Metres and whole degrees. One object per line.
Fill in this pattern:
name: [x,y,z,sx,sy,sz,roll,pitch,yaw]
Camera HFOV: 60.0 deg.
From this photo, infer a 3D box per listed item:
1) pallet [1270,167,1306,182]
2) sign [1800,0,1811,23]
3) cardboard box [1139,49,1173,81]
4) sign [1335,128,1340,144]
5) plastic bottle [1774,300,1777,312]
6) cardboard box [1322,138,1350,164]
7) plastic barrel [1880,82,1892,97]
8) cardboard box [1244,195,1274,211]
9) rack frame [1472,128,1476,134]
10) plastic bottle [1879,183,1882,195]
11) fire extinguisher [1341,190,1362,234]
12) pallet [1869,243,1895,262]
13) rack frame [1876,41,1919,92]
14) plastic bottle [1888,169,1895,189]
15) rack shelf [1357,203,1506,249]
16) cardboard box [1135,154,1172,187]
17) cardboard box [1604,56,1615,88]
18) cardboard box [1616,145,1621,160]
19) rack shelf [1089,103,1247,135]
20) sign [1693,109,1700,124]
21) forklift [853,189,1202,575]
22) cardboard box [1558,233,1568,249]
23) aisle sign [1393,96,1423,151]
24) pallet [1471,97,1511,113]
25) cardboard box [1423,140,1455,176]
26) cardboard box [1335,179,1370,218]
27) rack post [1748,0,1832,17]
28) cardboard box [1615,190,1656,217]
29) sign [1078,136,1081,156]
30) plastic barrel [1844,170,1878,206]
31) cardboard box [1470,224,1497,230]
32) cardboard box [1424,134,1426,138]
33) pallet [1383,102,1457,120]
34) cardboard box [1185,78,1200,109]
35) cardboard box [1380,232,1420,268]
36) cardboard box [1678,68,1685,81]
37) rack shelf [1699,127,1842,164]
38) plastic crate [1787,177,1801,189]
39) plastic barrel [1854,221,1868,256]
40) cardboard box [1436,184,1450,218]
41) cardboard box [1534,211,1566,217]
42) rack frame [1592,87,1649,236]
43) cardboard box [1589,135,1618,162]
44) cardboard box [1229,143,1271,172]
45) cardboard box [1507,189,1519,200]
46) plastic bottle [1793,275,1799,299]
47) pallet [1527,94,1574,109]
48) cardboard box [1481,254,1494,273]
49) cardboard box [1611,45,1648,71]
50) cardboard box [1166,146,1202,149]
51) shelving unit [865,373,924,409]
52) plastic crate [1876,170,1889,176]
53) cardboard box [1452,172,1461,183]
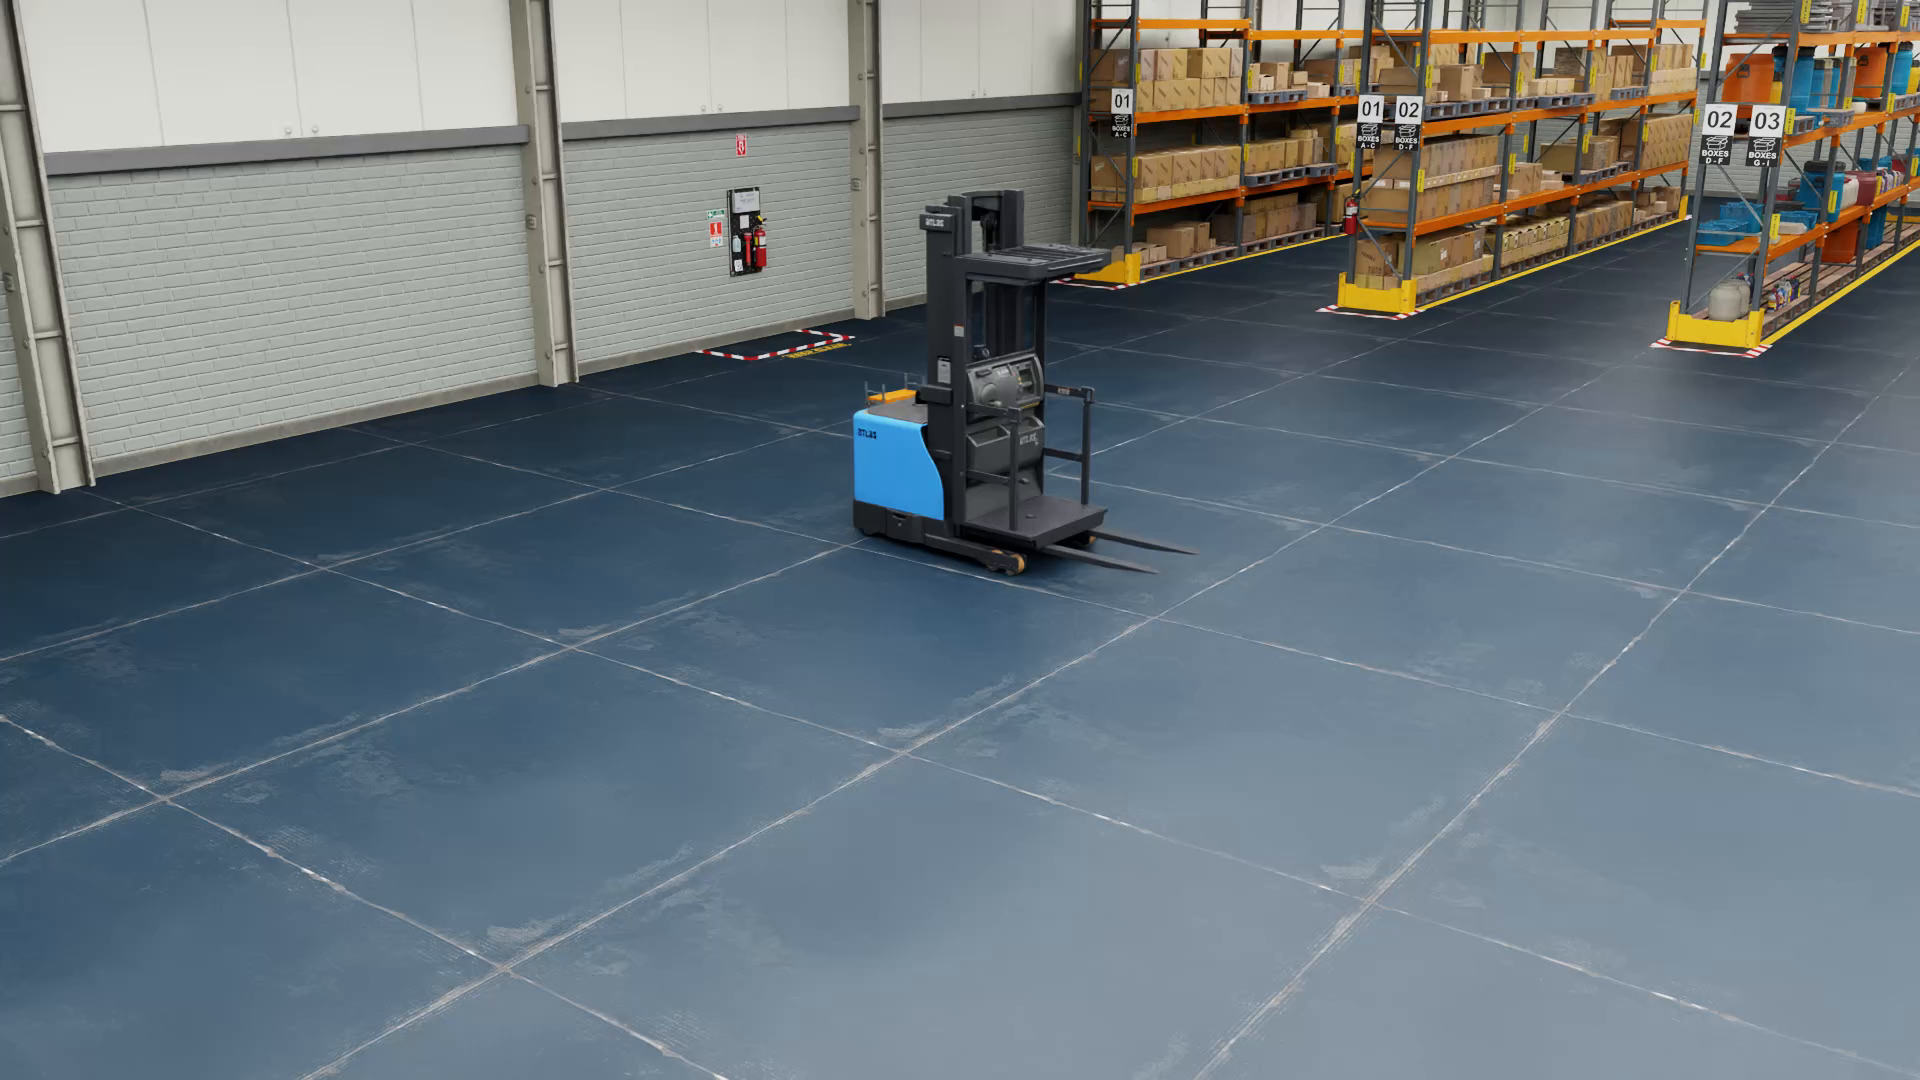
pallet: [6.105,-7.241,32.826,1.003,0.211,1.213,12,21,35]
sign: [10.881,-6.822,21.391,0.100,0.325,0.005,12,21,35]
cardboard box: [3.249,-8.032,28.105,0.500,0.500,0.500,12,21,34]
sign: [7.693,-8.233,33.877,0.100,0.325,0.005,12,21,35]
plastic bottle: [11.834,-3.430,24.208,0.097,0.201,0.097,0,17,0]
cardboard box: [7.747,-8.081,34.504,0.500,0.500,0.500,13,22,36]
plastic barrel: [16.024,-7.831,28.899,0.294,0.245,0.294,0,17,0]
cardboard box: [5.860,-6.641,32.780,0.500,0.250,0.500,12,21,33]
rack frame: [12.018,-9.716,40.475,1.000,3.000,0.127,12,21,35]
plastic bottle: [16.367,-6.288,29.651,0.097,0.271,0.097,0,17,0]
fire extinguisher: [6.022,-5.048,25.572,0.296,0.674,0.183,12,21,35]
pallet: [17.098,-5.505,31.615,1.003,0.211,1.213,12,21,35]
rack frame: [17.591,-9.878,30.880,1.000,3.000,0.127,12,21,35]
plastic bottle: [17.196,-6.669,30.744,0.144,0.351,0.185,12,21,35]
rack shelf: [7.657,-5.164,27.028,1.077,0.370,4.000,12,21,35]
cardboard box: [3.313,-6.378,28.680,0.500,0.500,0.500,12,21,35]
cardboard box: [12.464,-9.193,32.685,0.600,0.600,0.600,11,21,33]
cardboard box: [13.707,-8.101,35.106,0.500,0.500,0.500,13,21,36]
rack shelf: [3.677,-7.471,29.399,1.077,0.370,4.000,12,21,35]
sign: [16.433,-9.443,37.109,0.100,0.325,0.005,12,21,35]
forklift: [0.534,-1.295,13.473,3.031,2.935,1.130,14,22,37]
cardboard box: [11.115,-5.656,31.326,0.500,0.250,0.500,13,21,36]
aisle sign: [6.672,-6.203,24.777,0.394,0.787,0.004,12,21,35]
pallet: [8.362,-7.166,27.355,1.003,0.211,1.213,12,21,35]
cardboard box: [7.394,-6.066,26.365,0.700,0.500,0.500,13,21,35]
cardboard box: [8.322,-7.344,35.753,0.750,0.750,0.750,12,21,34]
rack post: [11.571,-7.451,23.191,0.937,0.300,0.954,12,21,34]
cardboard box: [14.731,-7.356,36.340,0.797,0.503,0.637,12,21,35]
sign: [2.051,-6.712,28.316,0.100,0.325,0.005,12,21,35]
plastic barrel: [15.175,-5.961,28.153,0.600,0.536,0.708,12,21,35]
cardboard box: [9.464,-5.530,29.975,0.500,0.311,0.500,12,21,35]
cardboard box: [9.971,-9.033,37.769,0.980,0.700,0.700,13,21,36]
pallet: [6.908,-6.585,25.483,1.003,0.211,1.213,12,21,35]
cardboard box: [3.842,-7.808,29.070,0.500,0.500,0.500,14,22,38]
cardboard box: [7.130,-4.698,26.977,0.500,0.500,0.500,12,21,35]
cardboard box: [15.299,-10.037,35.858,0.500,0.250,0.500,12,21,35]
rack shelf: [11.633,-5.720,23.762,1.077,0.370,4.000,12,21,35]
plastic crate: [14.000,-5.760,27.627,0.402,0.464,0.583,12,21,35]
plastic barrel: [16.159,-5.498,30.248,0.600,0.588,0.708,12,21,35]
cardboard box: [7.364,-5.431,26.506,0.700,0.500,0.500,13,21,35]
cardboard box: [11.601,-6.217,32.679,0.500,0.500,0.500,13,22,37]
rack frame: [13.616,-7.889,34.591,1.000,3.000,0.127,12,21,35]
cardboard box: [13.154,-8.064,34.278,0.700,0.500,0.500,5,18,16]
cardboard box: [5.538,-7.363,31.986,0.700,0.500,0.500,15,23,40]
cardboard box: [9.541,-6.039,29.056,0.380,0.149,0.250,12,21,35]
plastic bottle: [12.673,-3.848,25.303,0.144,0.351,0.185,12,21,33]
pallet: [10.236,-7.835,29.675,1.003,0.211,1.213,14,22,37]
cardboard box: [8.748,-4.722,28.321,0.500,0.250,0.500,12,21,35]
cardboard box: [13.875,-9.970,34.378,0.700,0.500,0.500,12,21,35]
cardboard box: [4.109,-6.957,30.543,0.500,0.500,0.500,12,21,34]
shelving unit: [-0.565,-0.859,14.969,0.258,1.200,0.503,13,21,42]
plastic crate: [18.043,-7.224,32.813,0.437,0.125,0.590,12,21,35]
cardboard box: [7.789,-5.810,26.633,0.380,0.149,0.250,13,21,35]
